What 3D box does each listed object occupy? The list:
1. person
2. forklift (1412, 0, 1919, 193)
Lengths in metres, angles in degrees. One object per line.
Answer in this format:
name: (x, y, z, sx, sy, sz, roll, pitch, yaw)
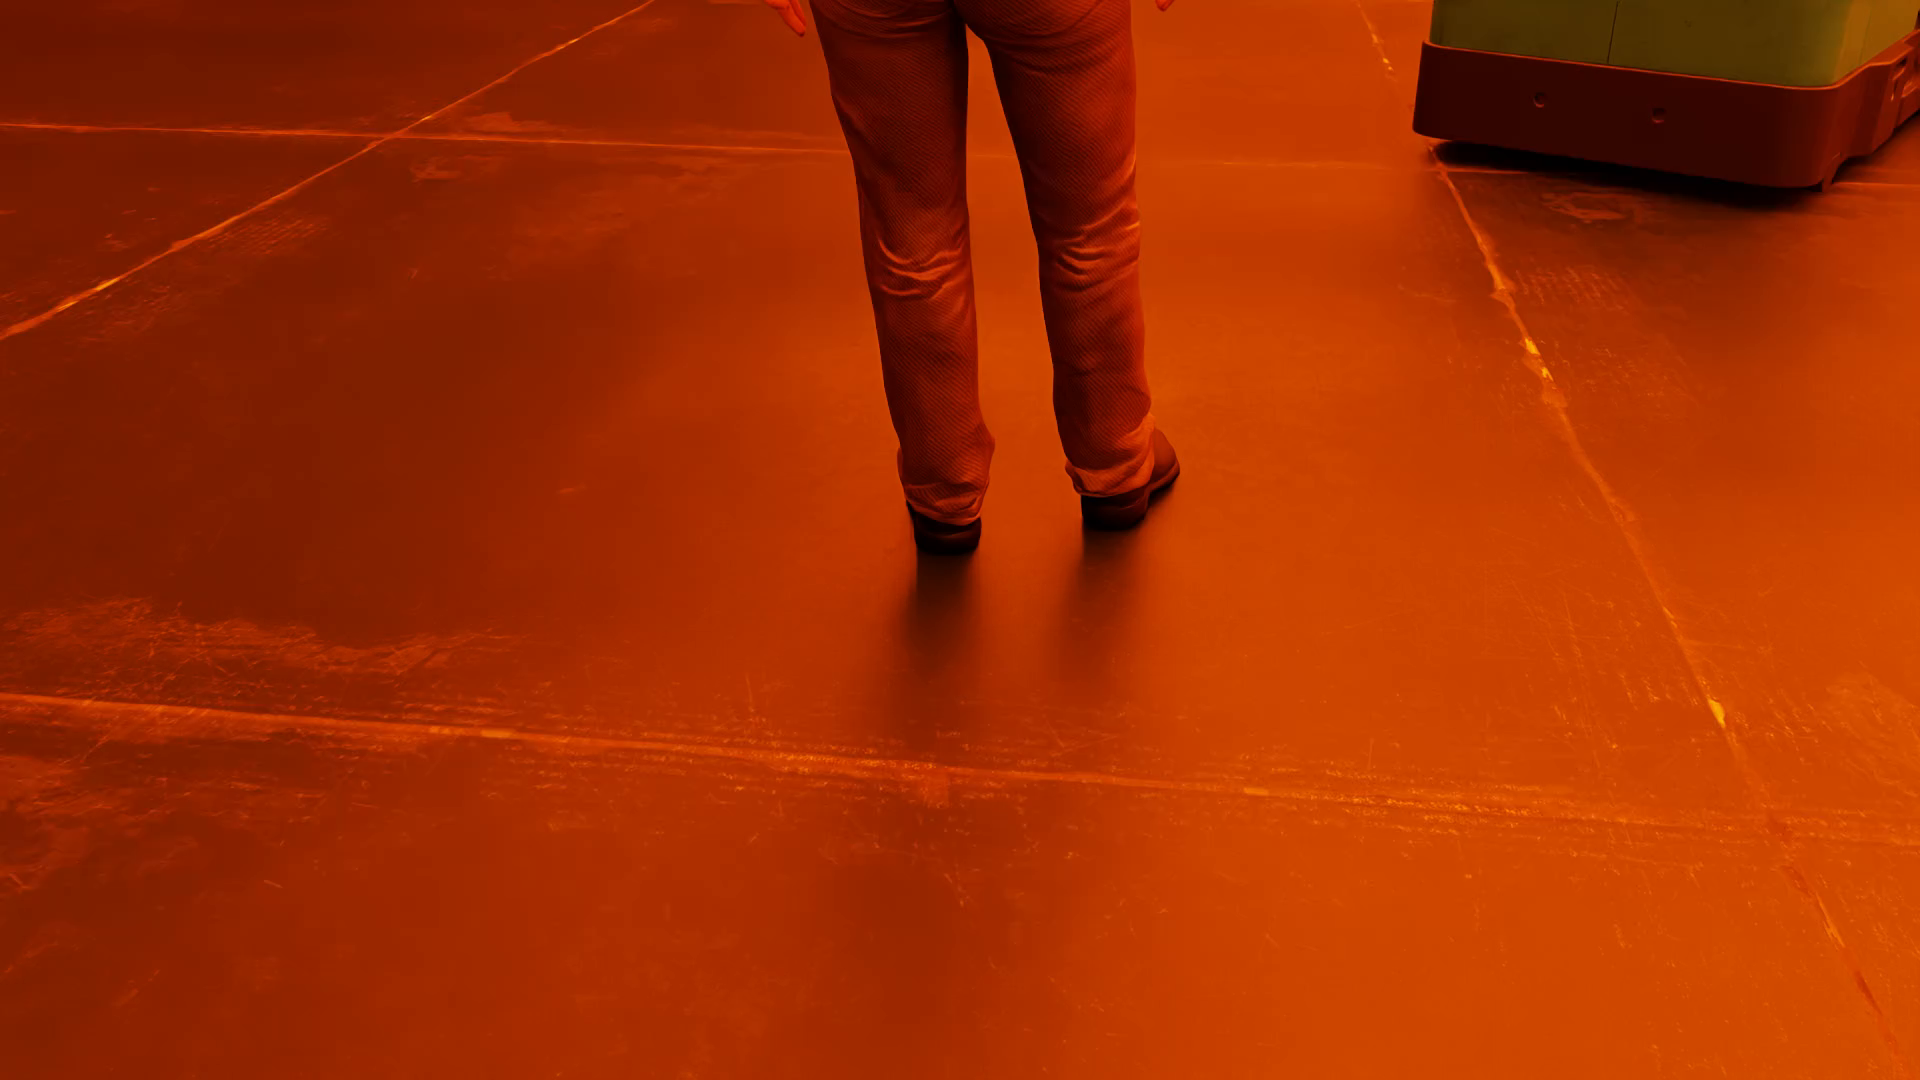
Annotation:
person: (0.016, -0.806, 2.172, 0.633, 1.722, 0.557, 3, 27, 7)
forklift: (2.552, -2.765, 4.760, 1.130, 2.935, 3.031, 19, 32, 33)
